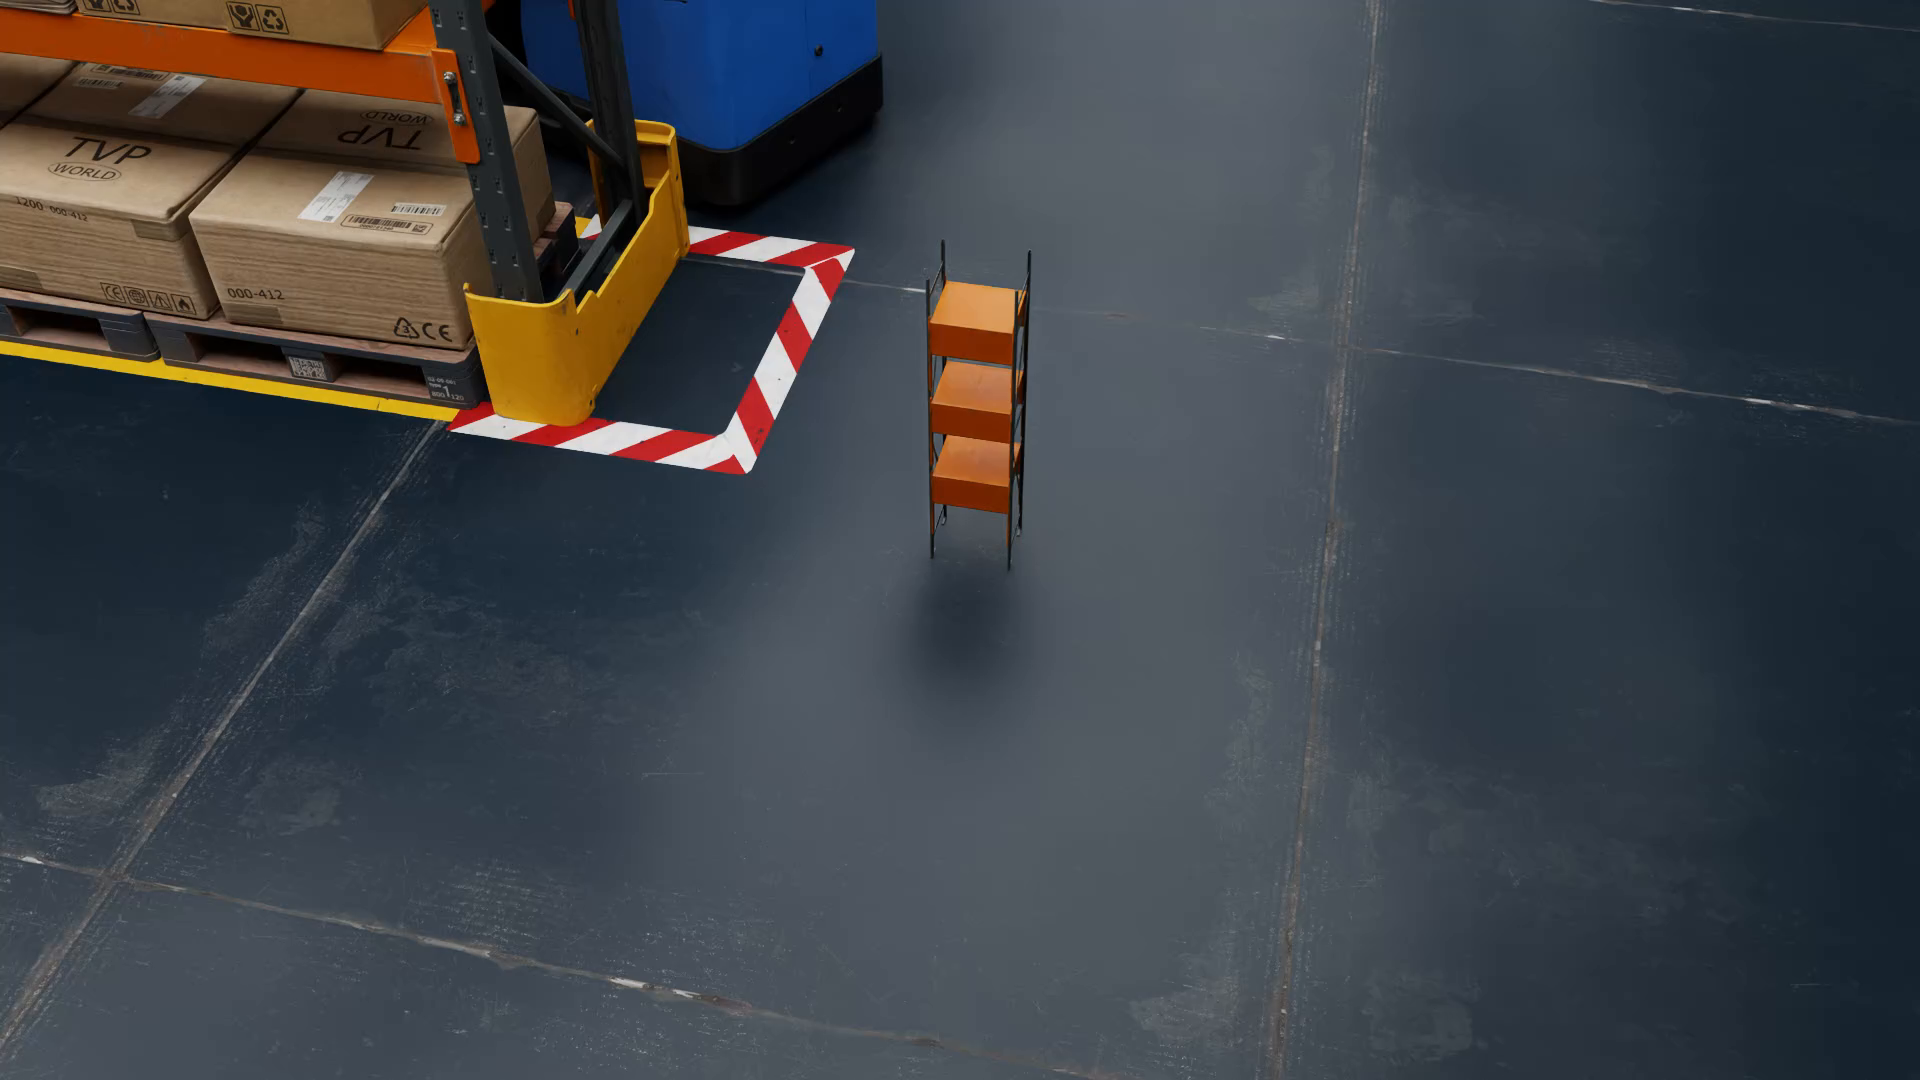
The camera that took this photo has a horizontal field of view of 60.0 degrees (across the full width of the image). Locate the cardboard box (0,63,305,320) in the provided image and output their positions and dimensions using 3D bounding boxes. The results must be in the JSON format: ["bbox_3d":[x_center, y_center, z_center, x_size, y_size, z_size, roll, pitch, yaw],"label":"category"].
[{"bbox_3d":[-2.908,-1.274,5.956,0.875,0.438,0.875,10,45,10],"label":"cardboard box"}]

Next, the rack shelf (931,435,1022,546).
[{"bbox_3d":[0.052,-0.162,5.078,0.240,0.259,0.215,9,45,9],"label":"rack shelf"}]

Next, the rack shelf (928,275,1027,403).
[{"bbox_3d":[0.052,-0.567,4.688,0.240,0.259,0.215,9,45,9],"label":"rack shelf"}]

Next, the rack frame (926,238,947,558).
[{"bbox_3d":[-0.067,-0.389,4.897,0.008,1.050,0.200,9,45,9],"label":"rack frame"}]

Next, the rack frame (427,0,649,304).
[{"bbox_3d":[-1.348,-1.881,5.041,0.127,3.000,1.000,9,45,9],"label":"rack frame"}]

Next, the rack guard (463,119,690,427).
[{"bbox_3d":[-1.324,-0.977,5.904,0.348,0.500,1.175,9,45,9],"label":"rack guard"}]

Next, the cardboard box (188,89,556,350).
[{"bbox_3d":[-2.014,-1.142,5.818,0.875,0.438,0.875,7,44,8],"label":"cardboard box"}]

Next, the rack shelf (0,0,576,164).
[{"bbox_3d":[-3.299,-1.925,5.605,4.000,0.370,1.077,9,45,9],"label":"rack shelf"}]

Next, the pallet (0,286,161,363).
[{"bbox_3d":[-3.332,-1.131,6.273,1.213,0.211,1.003,9,45,9],"label":"pallet"}]

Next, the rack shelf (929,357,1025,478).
[{"bbox_3d":[0.052,-0.363,4.885,0.240,0.259,0.215,9,45,9],"label":"rack shelf"}]

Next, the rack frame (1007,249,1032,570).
[{"bbox_3d":[0.171,-0.352,4.858,0.008,1.050,0.200,9,45,9],"label":"rack frame"}]

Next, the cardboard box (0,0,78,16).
[{"bbox_3d":[-2.867,-1.968,5.060,0.500,0.500,0.500,10,45,10],"label":"cardboard box"}]

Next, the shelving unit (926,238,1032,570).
[{"bbox_3d":[0.052,-0.370,4.877,0.252,1.050,0.215,9,45,9],"label":"shelving unit"}]

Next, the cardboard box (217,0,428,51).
[{"bbox_3d":[-1.876,-1.811,4.896,0.500,0.500,0.500,9,45,9],"label":"cardboard box"}]

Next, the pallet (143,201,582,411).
[{"bbox_3d":[-2.145,-0.944,6.079,1.213,0.211,1.003,9,45,9],"label":"pallet"}]

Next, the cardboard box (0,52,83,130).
[{"bbox_3d":[-3.788,-1.412,6.099,0.875,0.438,0.875,8,44,8],"label":"cardboard box"}]

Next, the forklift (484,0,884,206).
[{"bbox_3d":[-1.827,-3.177,6.437,3.031,2.935,1.130,26,49,24],"label":"forklift"}]

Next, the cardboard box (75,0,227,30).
[{"bbox_3d":[-2.363,-1.897,4.986,0.500,0.500,0.500,8,44,8],"label":"cardboard box"}]
